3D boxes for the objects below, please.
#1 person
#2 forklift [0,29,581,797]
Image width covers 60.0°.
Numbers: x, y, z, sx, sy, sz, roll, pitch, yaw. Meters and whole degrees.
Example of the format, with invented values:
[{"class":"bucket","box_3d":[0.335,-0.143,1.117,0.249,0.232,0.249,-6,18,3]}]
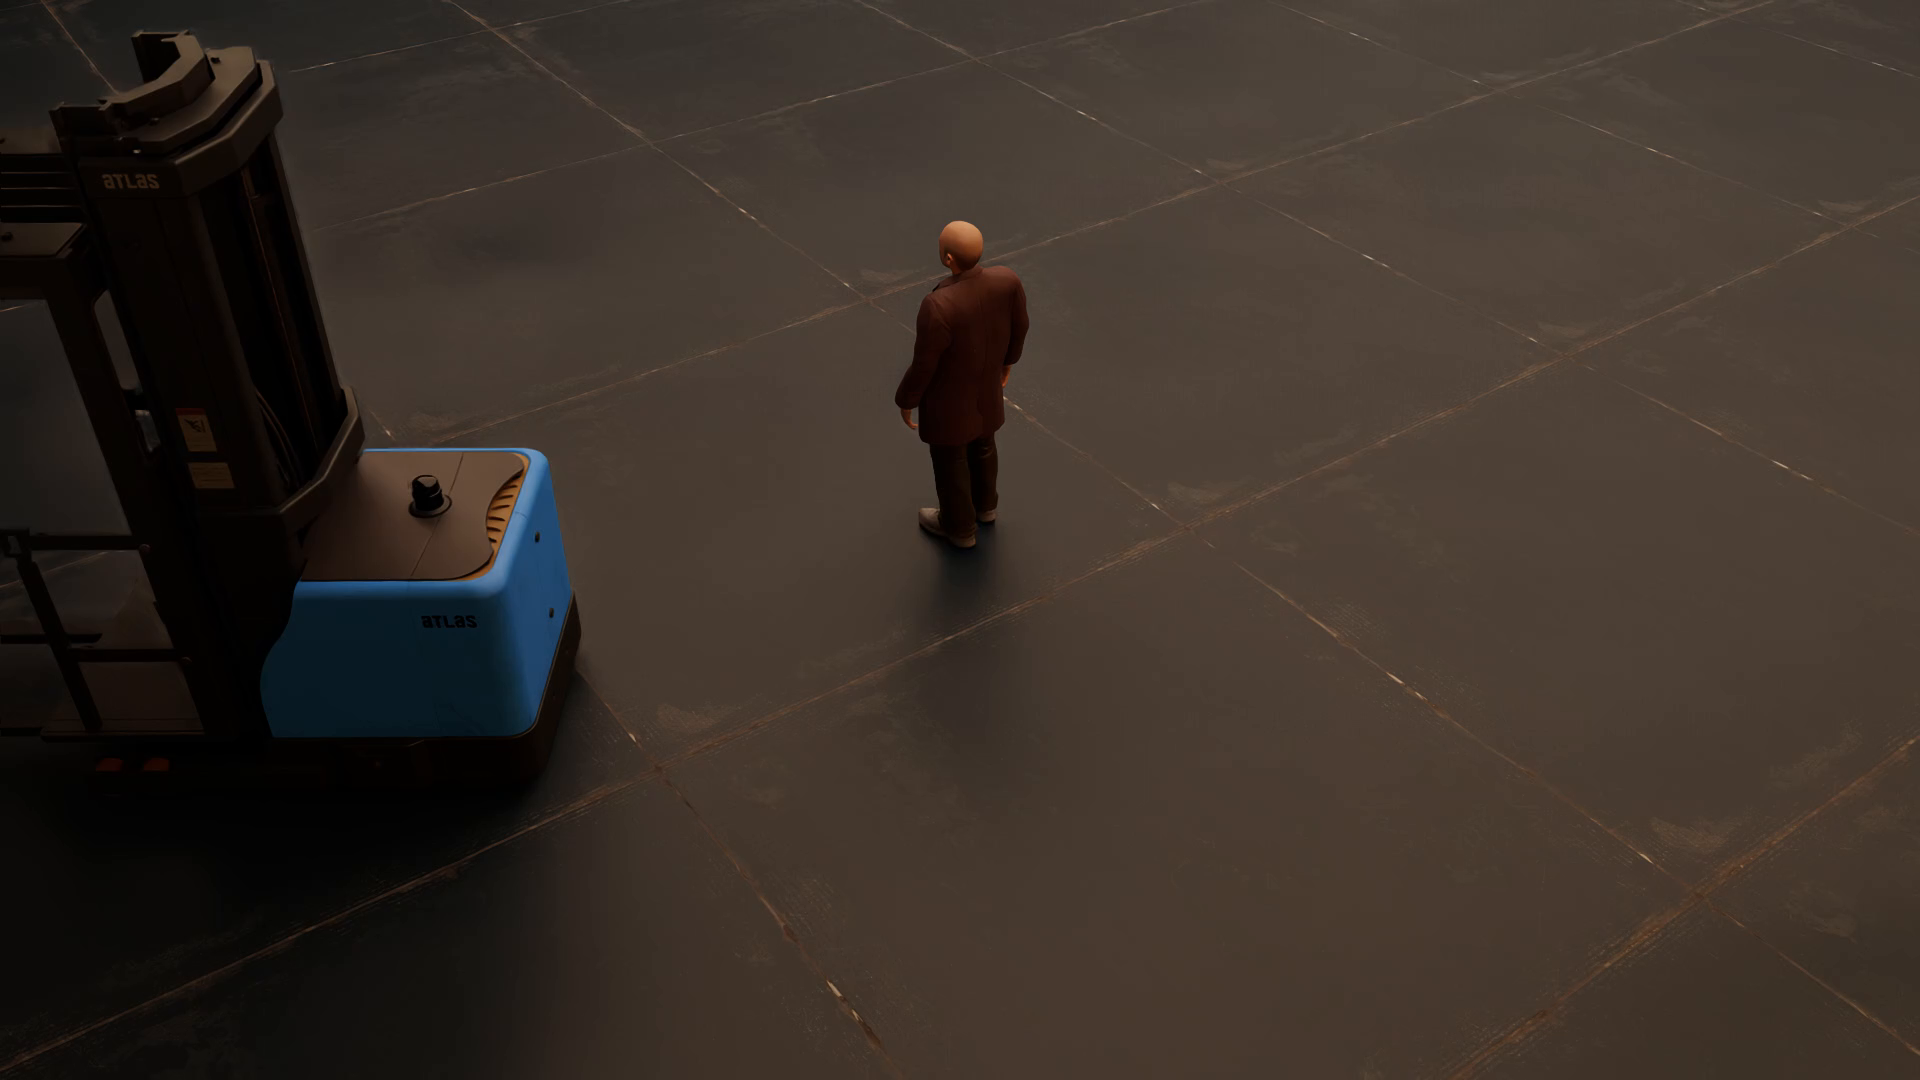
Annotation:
[{"class":"person","box_3d":[-0.048,-0.766,7.939,0.696,1.775,0.582,-23,42,-28]},{"class":"forklift","box_3d":[-3.264,-0.422,6.515,3.031,2.935,1.130,0,36,0]}]
